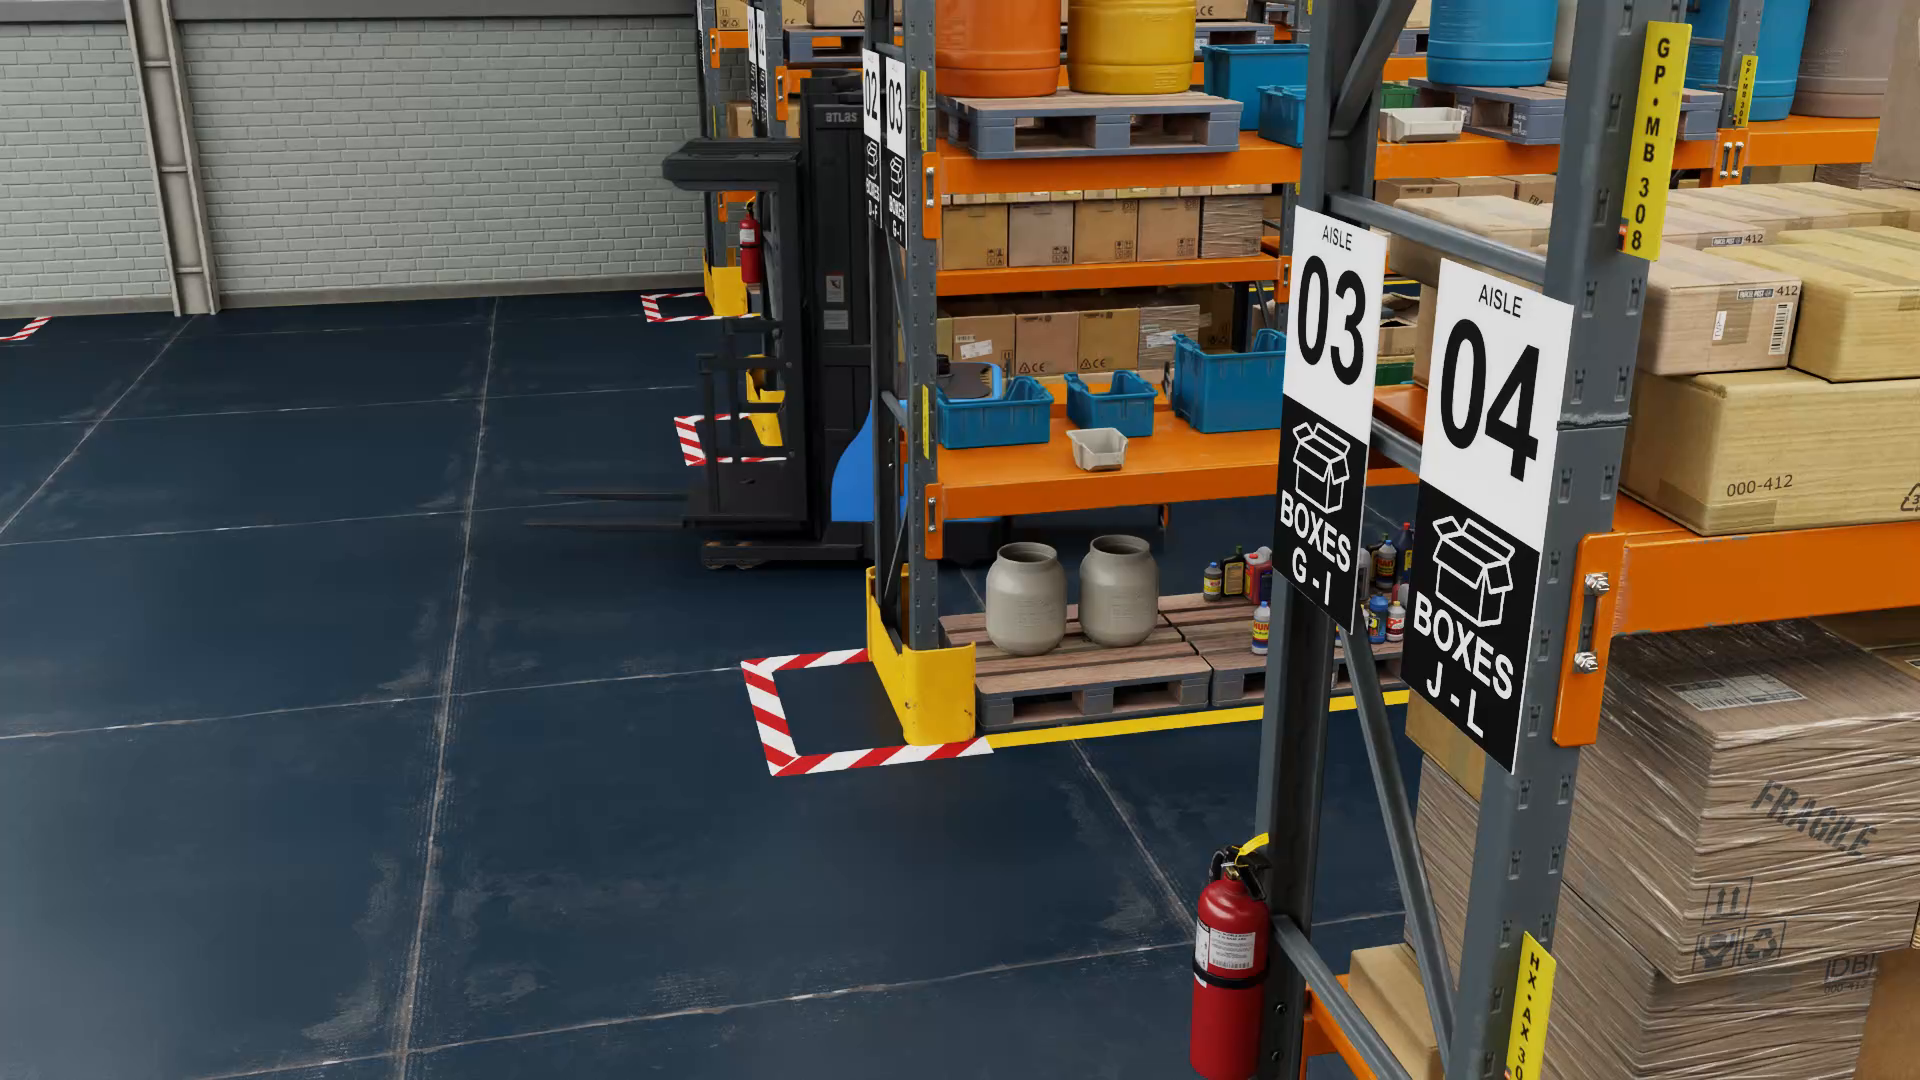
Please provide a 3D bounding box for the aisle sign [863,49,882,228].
[{"bbox_3d":[-0.416,-1.904,7.871,0.004,0.787,0.394,-5,21,-12],"label":"aisle sign"}]

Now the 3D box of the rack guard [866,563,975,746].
[{"bbox_3d":[-0.214,0.563,8.551,0.348,0.500,1.175,-5,21,-12],"label":"rack guard"}]

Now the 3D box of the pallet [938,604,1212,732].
[{"bbox_3d":[0.578,0.636,8.772,1.213,0.211,1.003,-5,21,-12],"label":"pallet"}]

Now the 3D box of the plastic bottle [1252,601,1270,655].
[{"bbox_3d":[1.559,0.446,8.563,0.097,0.271,0.097,0,20,0],"label":"plastic bottle"}]

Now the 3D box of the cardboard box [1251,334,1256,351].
[{"bbox_3d":[2.816,-1.600,14.209,0.500,0.250,0.500,-5,21,-13],"label":"cardboard box"}]

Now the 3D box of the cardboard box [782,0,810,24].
[{"bbox_3d":[-1.643,-5.343,16.505,0.500,0.500,0.500,-3,20,-9],"label":"cardboard box"}]

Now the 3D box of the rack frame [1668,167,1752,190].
[{"bbox_3d":[6.372,-2.881,14.318,0.127,3.000,1.000,-5,21,-12],"label":"rack frame"}]

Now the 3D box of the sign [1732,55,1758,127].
[{"bbox_3d":[3.731,-2.133,7.904,0.005,0.325,0.100,-5,21,-12],"label":"sign"}]

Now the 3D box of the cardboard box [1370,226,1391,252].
[{"bbox_3d":[3.388,-2.448,13.501,0.250,0.149,0.380,-5,21,-12],"label":"cardboard box"}]

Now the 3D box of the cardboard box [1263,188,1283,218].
[{"bbox_3d":[3.471,-3.783,18.684,0.500,0.250,0.500,-5,21,-13],"label":"cardboard box"}]

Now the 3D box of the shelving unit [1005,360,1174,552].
[{"bbox_3d":[0.818,-0.541,10.655,1.048,1.125,0.538,0,20,1],"label":"shelving unit"}]

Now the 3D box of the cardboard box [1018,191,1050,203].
[{"bbox_3d":[0.514,-2.679,12.680,0.250,0.149,0.380,-4,21,-12],"label":"cardboard box"}]

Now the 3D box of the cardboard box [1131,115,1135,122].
[{"bbox_3d":[1.070,-3.103,12.893,0.500,0.500,0.700,-5,21,-12],"label":"cardboard box"}]

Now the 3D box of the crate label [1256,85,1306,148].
[{"bbox_3d":[1.620,-1.965,7.674,0.408,0.251,0.502,-5,21,-12],"label":"crate label"}]

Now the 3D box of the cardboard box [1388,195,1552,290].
[{"bbox_3d":[1.061,-0.583,3.322,0.250,0.149,0.380,-5,21,-12],"label":"cardboard box"}]

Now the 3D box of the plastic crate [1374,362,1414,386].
[{"bbox_3d":[2.229,-0.793,8.927,0.662,0.188,0.450,-5,21,-12],"label":"plastic crate"}]

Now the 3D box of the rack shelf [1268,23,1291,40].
[{"bbox_3d":[3.282,-5.451,18.019,4.000,0.370,1.077,-5,21,-12],"label":"rack shelf"}]

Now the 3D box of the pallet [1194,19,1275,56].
[{"bbox_3d":[1.655,-3.855,12.745,1.213,0.211,1.003,-5,21,-12],"label":"pallet"}]

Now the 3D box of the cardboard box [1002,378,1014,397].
[{"bbox_3d":[0.132,-1.202,13.121,0.500,0.250,0.500,-5,21,-12],"label":"cardboard box"}]

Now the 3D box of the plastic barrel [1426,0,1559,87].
[{"bbox_3d":[2.622,-2.704,8.135,0.708,0.901,0.600,-5,21,-12],"label":"plastic barrel"}]

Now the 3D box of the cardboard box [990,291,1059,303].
[{"bbox_3d":[0.496,-1.771,13.585,0.500,0.500,0.500,-5,21,-12],"label":"cardboard box"}]

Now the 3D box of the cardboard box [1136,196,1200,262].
[{"bbox_3d":[1.537,-2.530,13.215,0.500,0.500,0.700,-5,21,-13],"label":"cardboard box"}]

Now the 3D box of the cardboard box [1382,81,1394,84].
[{"bbox_3d":[4.590,-5.029,18.454,0.250,0.149,0.380,-8,22,-22],"label":"cardboard box"}]

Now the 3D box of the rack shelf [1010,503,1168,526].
[{"bbox_3d":[0.818,-0.311,10.739,1.000,0.278,0.538,0,20,1],"label":"rack shelf"}]

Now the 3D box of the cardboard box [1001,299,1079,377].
[{"bbox_3d":[0.620,-1.591,13.095,0.500,0.500,0.500,-5,21,-12],"label":"cardboard box"}]

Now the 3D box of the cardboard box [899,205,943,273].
[{"bbox_3d":[-0.446,-2.370,12.779,0.500,0.500,0.700,-4,21,-11],"label":"cardboard box"}]

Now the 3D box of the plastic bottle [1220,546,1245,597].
[{"bbox_3d":[1.518,0.172,9.293,0.133,0.283,0.061,-4,21,-11],"label":"plastic bottle"}]

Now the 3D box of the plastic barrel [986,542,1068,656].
[{"bbox_3d":[0.345,0.304,8.630,0.421,0.512,0.421,0,20,0],"label":"plastic barrel"}]

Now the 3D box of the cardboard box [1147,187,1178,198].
[{"bbox_3d":[1.513,-2.761,12.902,0.250,0.149,0.380,-5,21,-13],"label":"cardboard box"}]

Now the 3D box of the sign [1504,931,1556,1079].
[{"bbox_3d":[0.987,0.844,2.891,0.005,0.325,0.100,-5,21,-12],"label":"sign"}]

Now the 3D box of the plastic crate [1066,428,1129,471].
[{"bbox_3d":[0.667,-0.428,8.007,0.250,0.136,0.298,-5,21,-12],"label":"plastic crate"}]

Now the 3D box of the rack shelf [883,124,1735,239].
[{"bbox_3d":[1.669,-1.818,8.102,4.000,0.370,1.077,-5,21,-12],"label":"rack shelf"}]

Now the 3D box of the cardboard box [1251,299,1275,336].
[{"bbox_3d":[2.807,-1.862,14.107,0.500,0.311,0.500,-5,21,-12],"label":"cardboard box"}]

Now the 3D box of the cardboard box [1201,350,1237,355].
[{"bbox_3d":[2.078,-1.360,13.554,0.500,0.250,0.500,-5,21,-12],"label":"cardboard box"}]

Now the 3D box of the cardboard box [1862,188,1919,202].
[{"bbox_3d":[2.090,-0.628,3.446,0.250,0.149,0.380,-4,21,-12],"label":"cardboard box"}]

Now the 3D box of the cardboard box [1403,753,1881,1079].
[{"bbox_3d":[1.404,0.848,3.561,0.500,0.500,0.875,-5,21,-12],"label":"cardboard box"}]

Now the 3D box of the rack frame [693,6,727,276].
[{"bbox_3d":[-2.557,-3.905,17.115,0.127,3.000,1.000,-5,21,-12],"label":"rack frame"}]

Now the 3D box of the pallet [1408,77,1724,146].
[{"bbox_3d":[2.936,-2.136,8.198,1.003,0.211,1.213,-5,21,-12],"label":"pallet"}]

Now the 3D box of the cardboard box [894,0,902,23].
[{"bbox_3d":[-0.354,-4.028,12.492,0.500,0.250,0.500,-5,21,-12],"label":"cardboard box"}]

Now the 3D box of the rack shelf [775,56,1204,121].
[{"bbox_3d":[0.533,-3.476,12.629,4.000,0.370,1.077,-5,21,-12],"label":"rack shelf"}]

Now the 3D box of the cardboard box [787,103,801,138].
[{"bbox_3d":[-1.540,-4.169,16.934,0.500,0.500,0.500,-5,21,-12],"label":"cardboard box"}]

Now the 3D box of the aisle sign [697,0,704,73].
[{"bbox_3d":[-2.558,-5.020,16.378,0.004,0.787,0.394,-5,21,-12],"label":"aisle sign"}]

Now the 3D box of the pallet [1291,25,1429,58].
[{"bbox_3d":[3.334,-3.957,13.173,1.217,0.209,0.805,-5,21,-15],"label":"pallet"}]

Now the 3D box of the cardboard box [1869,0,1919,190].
[{"bbox_3d":[2.312,-0.968,3.432,0.500,0.500,0.500,-5,21,-12],"label":"cardboard box"}]

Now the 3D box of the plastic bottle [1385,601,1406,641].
[{"bbox_3d":[2.286,0.420,8.736,0.097,0.201,0.097,0,20,0],"label":"plastic bottle"}]

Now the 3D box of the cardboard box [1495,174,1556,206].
[{"bbox_3d":[4.743,-2.789,13.923,0.500,0.500,0.500,-6,21,-15],"label":"cardboard box"}]

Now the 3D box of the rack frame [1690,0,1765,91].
[{"bbox_3d":[3.615,-3.723,7.894,0.127,3.000,1.000,-5,21,-12],"label":"rack frame"}]

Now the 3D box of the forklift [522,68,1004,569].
[{"bbox_3d":[-1.236,-1.377,10.312,3.031,2.935,1.130,0,20,1],"label":"forklift"}]

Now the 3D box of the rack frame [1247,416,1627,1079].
[{"bbox_3d":[0.862,1.069,3.536,0.127,3.000,1.000,-5,21,-12],"label":"rack frame"}]
